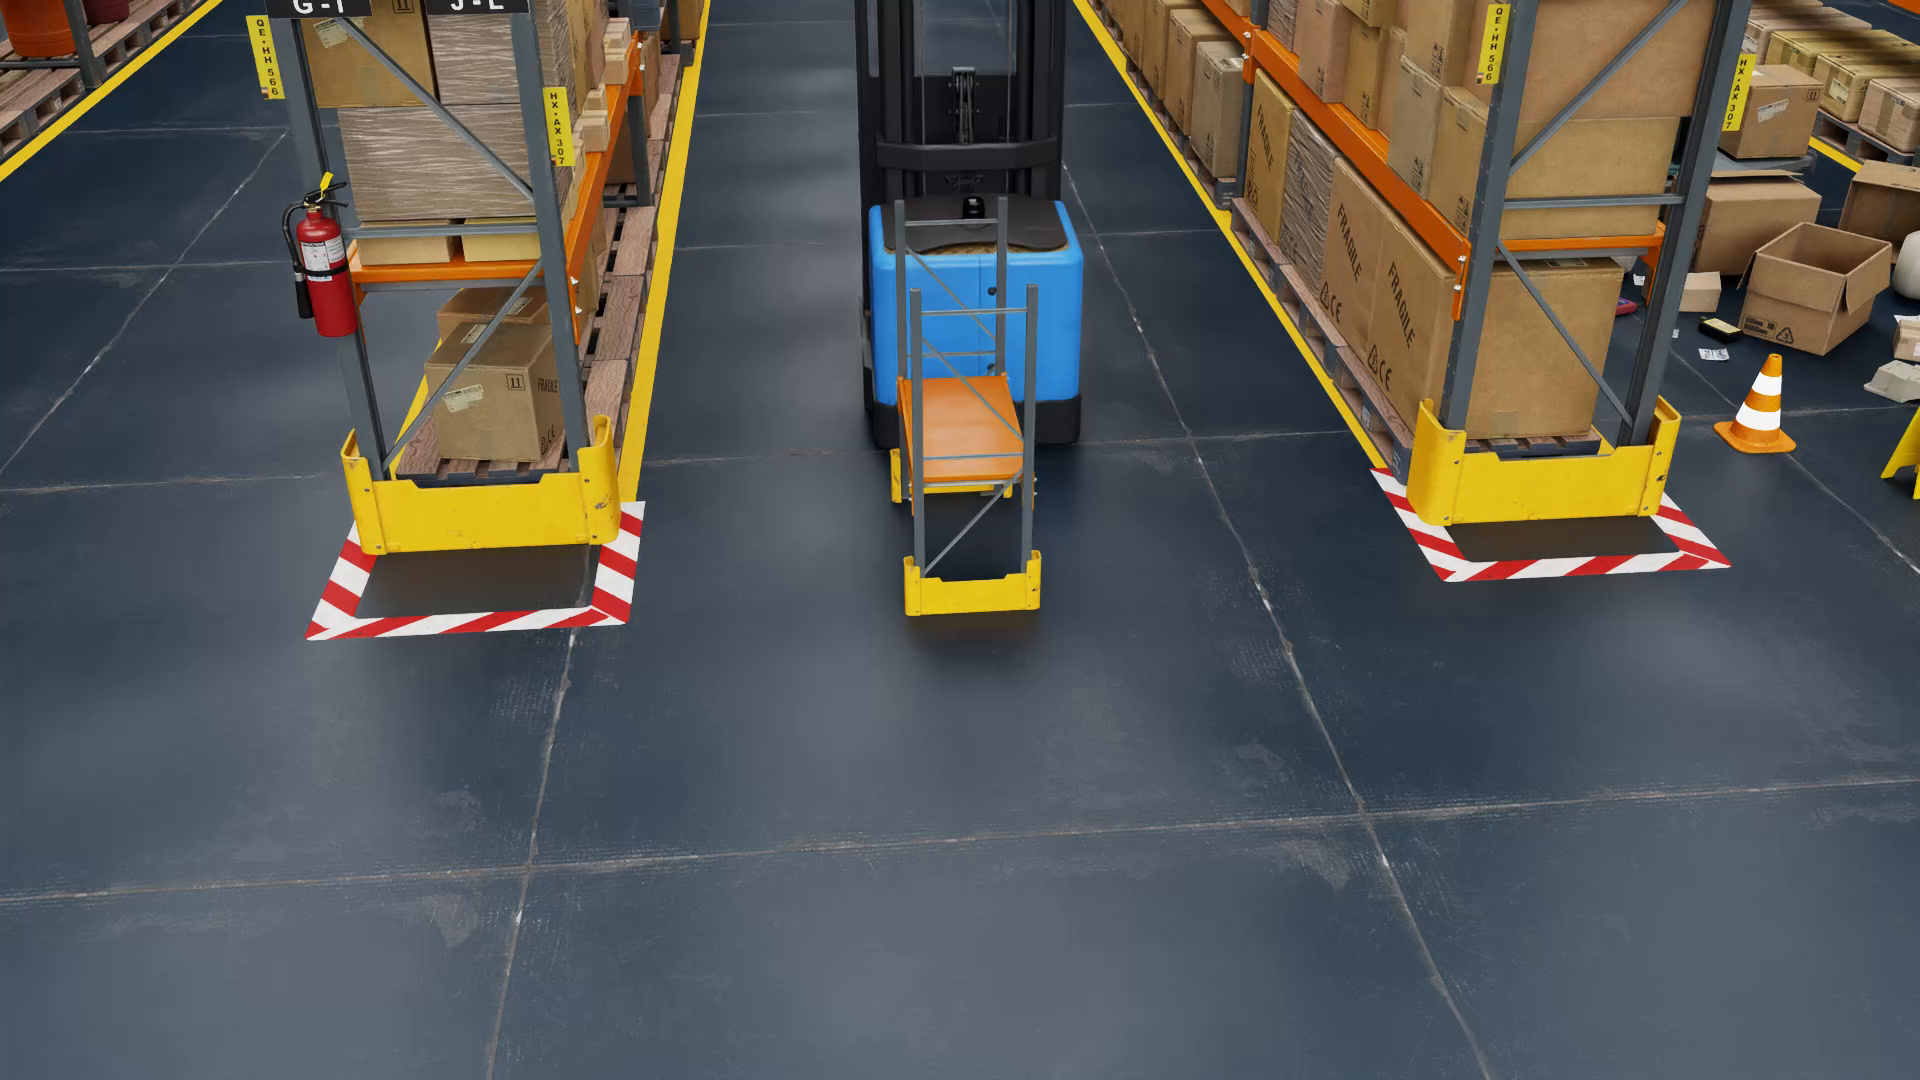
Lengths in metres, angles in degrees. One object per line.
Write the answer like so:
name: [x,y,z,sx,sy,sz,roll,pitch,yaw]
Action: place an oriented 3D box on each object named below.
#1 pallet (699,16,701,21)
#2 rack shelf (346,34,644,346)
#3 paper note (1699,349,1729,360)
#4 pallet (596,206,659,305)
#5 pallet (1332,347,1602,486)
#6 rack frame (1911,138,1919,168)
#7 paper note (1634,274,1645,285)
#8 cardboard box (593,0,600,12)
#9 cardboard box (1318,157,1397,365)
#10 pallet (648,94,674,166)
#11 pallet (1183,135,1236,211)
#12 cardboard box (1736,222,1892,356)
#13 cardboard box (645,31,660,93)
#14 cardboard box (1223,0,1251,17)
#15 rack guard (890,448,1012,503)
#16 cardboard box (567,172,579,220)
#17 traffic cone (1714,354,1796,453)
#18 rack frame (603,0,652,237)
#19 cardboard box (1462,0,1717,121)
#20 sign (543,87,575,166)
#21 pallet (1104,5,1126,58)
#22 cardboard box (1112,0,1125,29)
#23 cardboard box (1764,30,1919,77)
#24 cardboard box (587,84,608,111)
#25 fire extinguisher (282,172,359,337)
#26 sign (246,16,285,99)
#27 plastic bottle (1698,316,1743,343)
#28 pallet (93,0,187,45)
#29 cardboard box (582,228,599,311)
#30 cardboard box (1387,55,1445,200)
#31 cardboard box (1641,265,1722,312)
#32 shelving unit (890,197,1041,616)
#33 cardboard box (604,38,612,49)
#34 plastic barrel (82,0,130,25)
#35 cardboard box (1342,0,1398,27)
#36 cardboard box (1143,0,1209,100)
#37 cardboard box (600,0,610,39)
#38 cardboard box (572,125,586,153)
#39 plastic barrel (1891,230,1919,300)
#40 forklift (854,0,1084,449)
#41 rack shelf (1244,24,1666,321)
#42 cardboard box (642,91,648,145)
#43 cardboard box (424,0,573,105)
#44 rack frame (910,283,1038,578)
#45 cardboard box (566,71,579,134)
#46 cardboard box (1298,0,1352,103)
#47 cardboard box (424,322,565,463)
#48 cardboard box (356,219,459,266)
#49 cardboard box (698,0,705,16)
pallet: [-3.043,-5.208,16.264,1.003,0.211,1.213,-3,31,-5]
rack shelf: [-2.373,-2.006,8.885,1.077,0.370,4.000,-3,31,-5]
paper note: [4.309,-1.065,9.505,0.144,0.017,0.142,8,32,13]
pallet: [-2.462,-1.797,10.553,1.003,0.211,1.213,-3,31,-5]
pallet: [2.609,-0.687,8.694,1.003,0.211,1.213,-3,31,-5]
rack frame: [7.307,-3.811,11.204,1.000,3.000,0.127,-3,31,-5]
paper note: [4.337,-1.638,10.470,0.172,0.023,0.155,8,32,13]
cardboard box: [-2.107,-2.953,8.406,0.500,0.500,0.500,-3,31,-5]
cardboard box: [2.548,-1.540,9.065,0.875,0.875,0.875,-3,31,-5]
pallet: [-2.751,-3.160,12.835,1.003,0.211,1.213,-3,31,-5]
pallet: [2.241,-2.715,12.090,1.003,0.211,1.213,-3,31,-5]
cardboard box: [4.996,-1.472,9.724,0.637,0.503,0.797,27,40,37]
cardboard box: [-2.787,-3.870,13.313,0.700,0.500,0.500,-5,31,-9]
cardboard box: [2.073,-3.818,11.120,0.500,0.500,0.500,-3,31,-5]
rack guard: [-0.039,-0.323,8.046,0.587,0.250,0.087,-3,31,-5]
cardboard box: [-1.988,-1.600,7.748,0.380,0.149,0.250,-3,31,-5]
traffic cone: [4.126,-0.730,8.520,0.336,0.463,0.334,-3,31,-5]
rack frame: [-2.560,-3.336,10.410,1.000,3.000,0.127,-3,31,-5]
cardboard box: [2.765,-2.199,7.307,0.875,0.550,0.550,-3,31,-5]
sign: [-1.646,-1.691,6.812,0.100,0.325,0.005,-3,31,-5]
pallet: [1.942,-4.766,15.523,1.003,0.211,1.213,-3,31,-5]
cardboard box: [1.692,-4.995,15.215,0.500,0.500,0.500,-3,31,-5]
cardboard box: [7.118,-3.852,13.427,0.950,0.372,0.625,-2,31,-3]
cardboard box: [-2.122,-2.366,9.030,0.380,0.149,0.250,-3,31,-5]
fire extinguisher: [-2.634,-1.180,6.876,0.296,0.674,0.183,-3,31,-5]
sign: [-2.741,-1.910,6.585,0.100,0.325,0.005,-3,31,-5]
plastic bottle: [4.444,-1.244,9.773,0.133,0.061,0.283,-14,33,-22]
pallet: [-8.091,-4.966,15.857,1.003,0.211,1.213,-3,31,-5]
cardboard box: [-2.365,-1.632,9.584,0.500,0.500,0.500,-5,31,-9]
cardboard box: [2.609,-2.011,8.045,0.875,0.550,0.550,-3,31,-5]
cardboard box: [4.382,-1.559,10.101,0.396,0.266,0.258,2,31,4]
shelving unit: [0.007,-0.605,7.300,0.587,1.500,1.083,-3,31,-5]
cardboard box: [-2.270,-2.874,9.881,0.380,0.149,0.250,-3,31,-5]
plastic barrel: [-8.033,-5.111,15.324,0.600,0.588,0.708,-3,31,-5]
cardboard box: [2.526,-3.032,8.702,0.875,0.550,0.500,-3,31,-5]
cardboard box: [2.066,-4.017,13.335,1.050,0.750,0.750,-2,31,-4]
cardboard box: [-2.580,-3.274,9.918,0.875,0.500,0.500,-3,31,-5]
cardboard box: [-2.099,-1.981,8.386,0.380,0.149,0.250,-3,31,-5]
plastic barrel: [5.980,-1.644,10.090,0.512,0.421,0.421,20,36,29]
forklift: [-0.017,-2.443,8.981,1.130,2.935,3.031,-2,31,-4]
rack shelf: [2.575,-2.192,9.196,1.077,0.370,4.000,-3,31,-5]
cardboard box: [-2.622,-3.010,11.873,0.700,0.500,0.500,-3,31,-5]
cardboard box: [-1.966,-2.187,7.124,0.500,0.500,0.500,-3,31,-5]
rack frame: [0.055,-0.341,6.858,0.500,1.500,0.032,-3,31,-5]
cardboard box: [-2.380,-2.253,8.210,0.875,0.500,0.500,-3,31,-5]
cardboard box: [2.441,-2.837,9.429,0.875,0.550,0.550,-3,31,-5]
cardboard box: [-2.228,-0.720,8.059,0.500,0.500,0.500,3,31,5]
cardboard box: [-2.418,-1.321,7.282,0.380,0.149,0.250,-3,31,-5]
cardboard box: [-3.053,-5.455,15.620,1.225,0.875,0.875,-3,31,-4]
